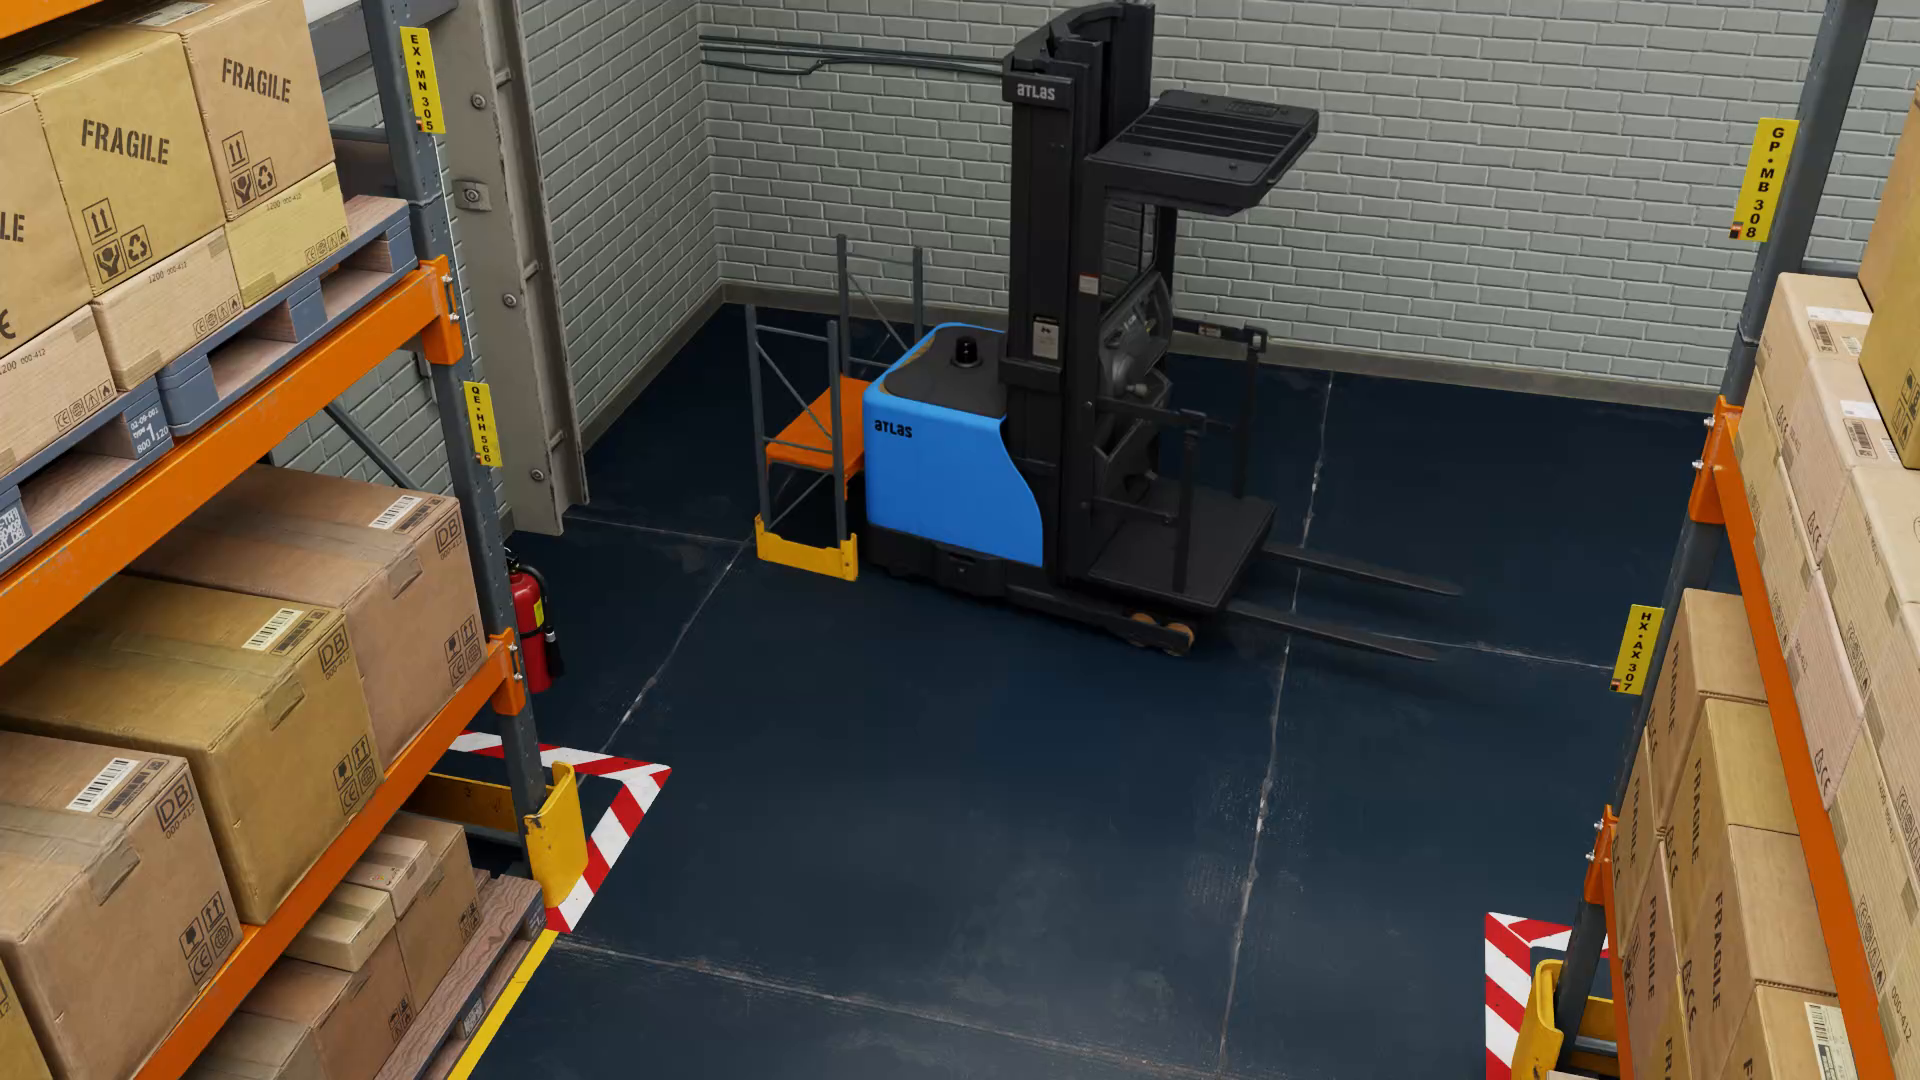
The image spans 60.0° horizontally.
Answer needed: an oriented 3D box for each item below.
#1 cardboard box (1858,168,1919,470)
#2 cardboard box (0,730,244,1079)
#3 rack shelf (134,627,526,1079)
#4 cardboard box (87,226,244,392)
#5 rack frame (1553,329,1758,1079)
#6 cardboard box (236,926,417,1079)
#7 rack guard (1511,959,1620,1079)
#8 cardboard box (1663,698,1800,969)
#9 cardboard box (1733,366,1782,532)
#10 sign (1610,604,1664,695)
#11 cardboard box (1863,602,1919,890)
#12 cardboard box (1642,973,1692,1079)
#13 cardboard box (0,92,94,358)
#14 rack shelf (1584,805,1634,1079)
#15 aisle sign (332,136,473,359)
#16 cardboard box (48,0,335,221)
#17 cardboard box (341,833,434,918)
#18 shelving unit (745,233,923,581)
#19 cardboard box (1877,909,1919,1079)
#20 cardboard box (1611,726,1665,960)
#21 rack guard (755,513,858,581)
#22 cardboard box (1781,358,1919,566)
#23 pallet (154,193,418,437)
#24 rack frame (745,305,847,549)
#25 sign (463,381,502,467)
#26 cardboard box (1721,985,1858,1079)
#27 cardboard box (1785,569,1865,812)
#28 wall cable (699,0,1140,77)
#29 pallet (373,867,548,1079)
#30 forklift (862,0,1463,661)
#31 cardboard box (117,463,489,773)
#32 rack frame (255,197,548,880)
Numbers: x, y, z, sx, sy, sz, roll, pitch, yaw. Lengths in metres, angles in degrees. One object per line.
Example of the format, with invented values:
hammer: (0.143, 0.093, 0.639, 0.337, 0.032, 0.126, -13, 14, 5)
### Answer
cardboard box: (2.285, -0.434, 3.316, 0.700, 0.500, 0.500, 8, 33, 12)
cardboard box: (-2.680, 1.019, 4.571, 0.980, 0.700, 0.700, 6, 33, 10)
rack shelf: (-2.692, 1.448, 4.847, 1.077, 0.370, 4.000, 8, 33, 12)
cardboard box: (-2.244, -0.629, 4.303, 0.500, 0.250, 0.500, 7, 33, 11)
rack frame: (2.608, 0.779, 5.229, 1.000, 3.000, 0.127, 8, 33, 12)
cardboard box: (-2.392, 1.621, 5.843, 0.700, 0.500, 0.500, 8, 33, 12)
rack guard: (2.589, 1.873, 5.837, 1.175, 0.500, 0.348, 8, 33, 12)
cardboard box: (2.115, 0.782, 4.199, 0.500, 0.500, 0.500, 8, 33, 13)
cardboard box: (2.232, -0.192, 4.099, 0.500, 0.250, 0.500, 8, 33, 12)
sign: (2.084, 0.340, 5.112, 0.100, 0.325, 0.005, 8, 33, 12)
cardboard box: (1.841, 0.374, 2.743, 0.500, 0.250, 0.500, 8, 33, 12)
cardboard box: (1.985, 1.460, 4.065, 0.500, 0.500, 0.500, 8, 33, 12)
cardboard box: (-2.368, -0.685, 3.692, 0.500, 0.500, 0.500, 7, 33, 10)
rack shelf: (2.101, 2.121, 3.789, 1.077, 0.370, 4.000, 8, 33, 12)
aisle sign: (-1.876, -0.987, 5.583, 0.394, 0.787, 0.004, 8, 33, 12)
cardboard box: (-2.106, -1.215, 4.525, 0.500, 0.500, 0.500, 8, 33, 12)
cardboard box: (-2.121, 1.179, 5.934, 0.380, 0.149, 0.250, 8, 33, 12)
shelving unit: (-0.633, -0.739, 9.015, 0.587, 1.500, 1.083, 13, 35, 19)
cardboard box: (1.715, 0.845, 2.469, 0.500, 0.250, 0.500, 8, 33, 12)
cardboard box: (2.241, 0.931, 4.896, 0.500, 0.500, 0.500, 9, 33, 13)
rack guard: (-0.828, 0.034, 8.963, 0.587, 0.250, 0.087, 13, 35, 19)
cardboard box: (2.093, -0.145, 3.560, 0.500, 0.250, 0.500, 8, 33, 12)
pallet: (-2.362, -0.735, 4.898, 1.003, 0.211, 1.213, 8, 33, 12)
rack frame: (-0.835, -0.484, 8.613, 0.500, 1.500, 0.032, 13, 35, 19)
sign: (-1.663, -0.401, 5.785, 0.100, 0.325, 0.005, 8, 33, 12)
cardboard box: (1.856, 1.304, 3.377, 0.500, 0.500, 0.500, 8, 33, 12)
cardboard box: (1.967, 0.326, 3.285, 0.500, 0.250, 0.500, 8, 33, 12)
wall cable: (-0.403, -4.001, 10.050, 3.097, 2.526, 0.112, 8, 33, 12)
pallet: (-2.311, 1.709, 6.365, 1.003, 0.211, 1.213, 8, 33, 12)
forklift: (1.043, -0.981, 8.061, 3.031, 2.935, 1.130, 14, 35, 21)
cardboard box: (-2.304, 0.246, 5.787, 0.980, 0.700, 0.700, 10, 34, 15)
rack frame: (-2.184, 0.107, 6.286, 1.000, 3.000, 0.127, 8, 33, 12)
